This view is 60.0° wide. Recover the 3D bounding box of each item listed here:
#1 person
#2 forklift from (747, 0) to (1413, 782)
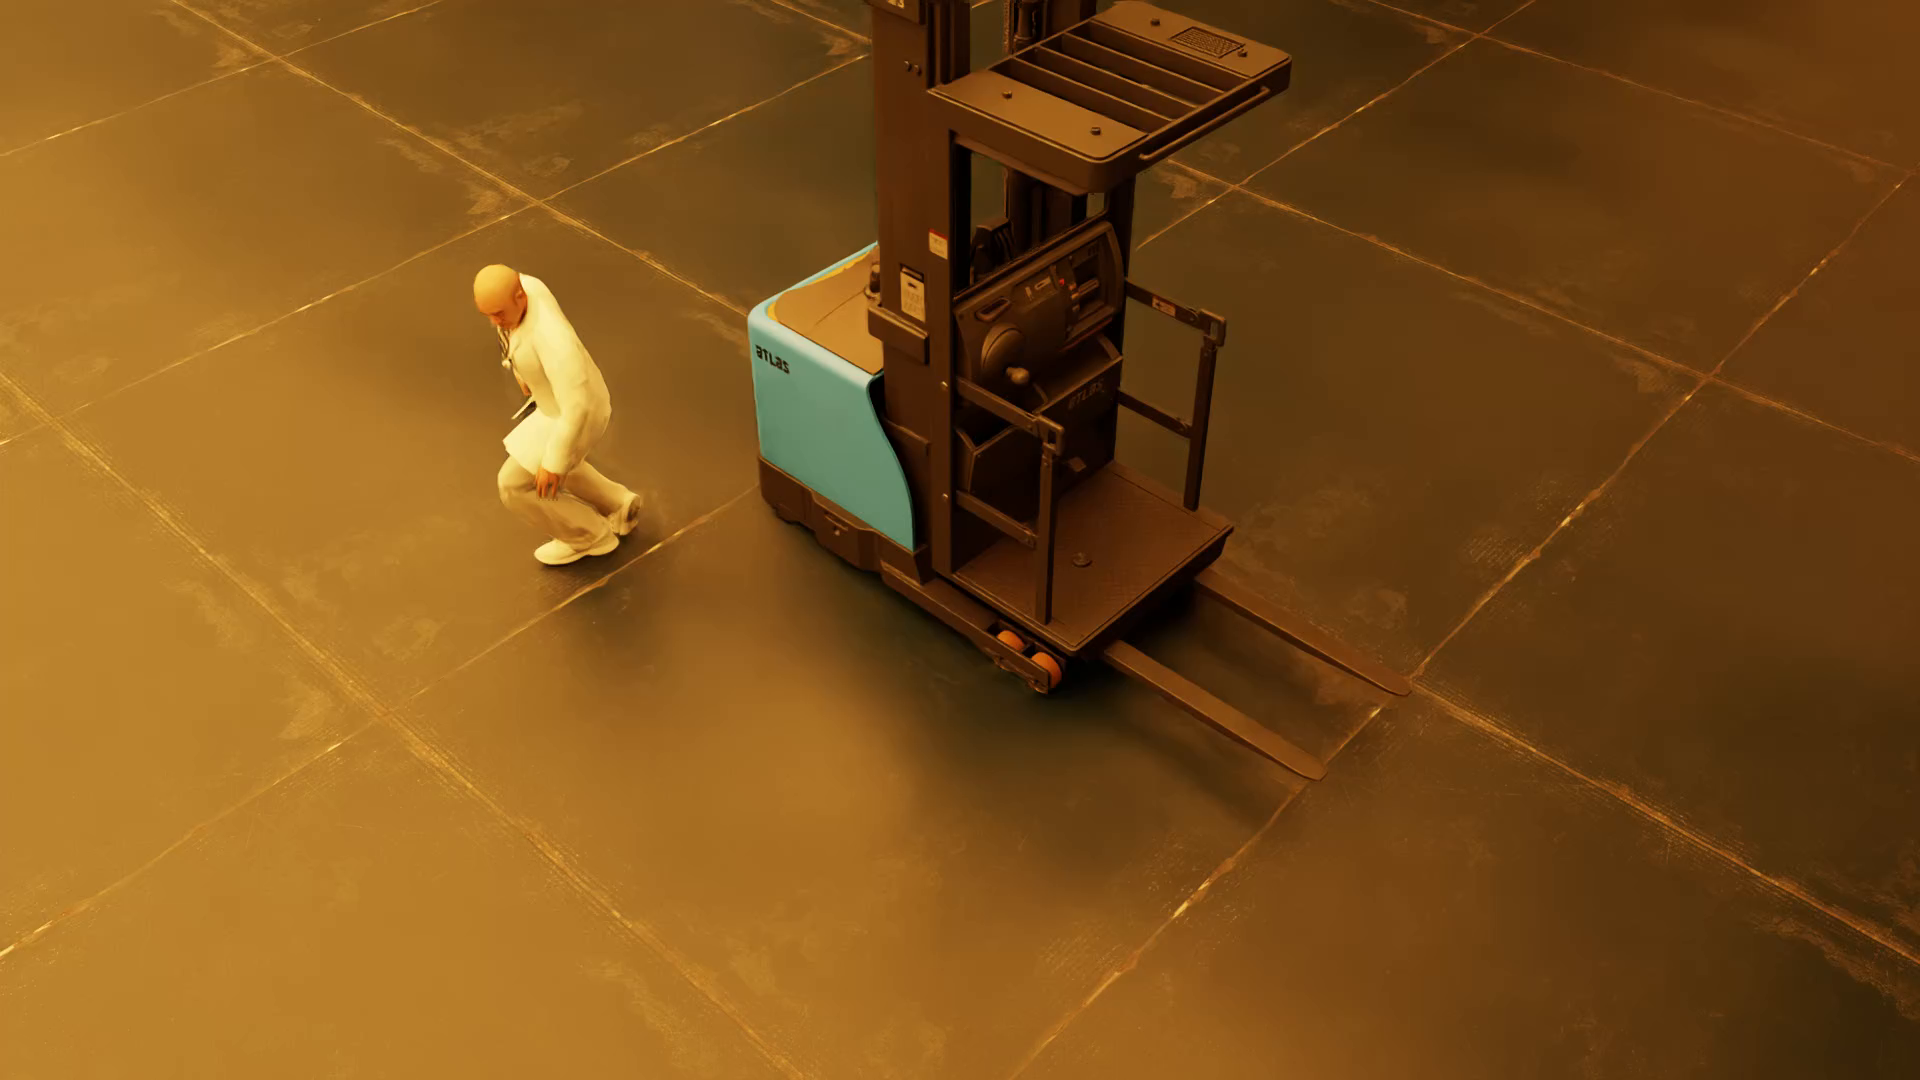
[{"bbox_3d":[-1.736,-0.500,7.185,0.595,1.719,0.850,-9,41,-11],"label":"person"},{"bbox_3d":[0.479,-0.864,6.436,3.031,2.935,1.130,31,50,31],"label":"forklift"}]
